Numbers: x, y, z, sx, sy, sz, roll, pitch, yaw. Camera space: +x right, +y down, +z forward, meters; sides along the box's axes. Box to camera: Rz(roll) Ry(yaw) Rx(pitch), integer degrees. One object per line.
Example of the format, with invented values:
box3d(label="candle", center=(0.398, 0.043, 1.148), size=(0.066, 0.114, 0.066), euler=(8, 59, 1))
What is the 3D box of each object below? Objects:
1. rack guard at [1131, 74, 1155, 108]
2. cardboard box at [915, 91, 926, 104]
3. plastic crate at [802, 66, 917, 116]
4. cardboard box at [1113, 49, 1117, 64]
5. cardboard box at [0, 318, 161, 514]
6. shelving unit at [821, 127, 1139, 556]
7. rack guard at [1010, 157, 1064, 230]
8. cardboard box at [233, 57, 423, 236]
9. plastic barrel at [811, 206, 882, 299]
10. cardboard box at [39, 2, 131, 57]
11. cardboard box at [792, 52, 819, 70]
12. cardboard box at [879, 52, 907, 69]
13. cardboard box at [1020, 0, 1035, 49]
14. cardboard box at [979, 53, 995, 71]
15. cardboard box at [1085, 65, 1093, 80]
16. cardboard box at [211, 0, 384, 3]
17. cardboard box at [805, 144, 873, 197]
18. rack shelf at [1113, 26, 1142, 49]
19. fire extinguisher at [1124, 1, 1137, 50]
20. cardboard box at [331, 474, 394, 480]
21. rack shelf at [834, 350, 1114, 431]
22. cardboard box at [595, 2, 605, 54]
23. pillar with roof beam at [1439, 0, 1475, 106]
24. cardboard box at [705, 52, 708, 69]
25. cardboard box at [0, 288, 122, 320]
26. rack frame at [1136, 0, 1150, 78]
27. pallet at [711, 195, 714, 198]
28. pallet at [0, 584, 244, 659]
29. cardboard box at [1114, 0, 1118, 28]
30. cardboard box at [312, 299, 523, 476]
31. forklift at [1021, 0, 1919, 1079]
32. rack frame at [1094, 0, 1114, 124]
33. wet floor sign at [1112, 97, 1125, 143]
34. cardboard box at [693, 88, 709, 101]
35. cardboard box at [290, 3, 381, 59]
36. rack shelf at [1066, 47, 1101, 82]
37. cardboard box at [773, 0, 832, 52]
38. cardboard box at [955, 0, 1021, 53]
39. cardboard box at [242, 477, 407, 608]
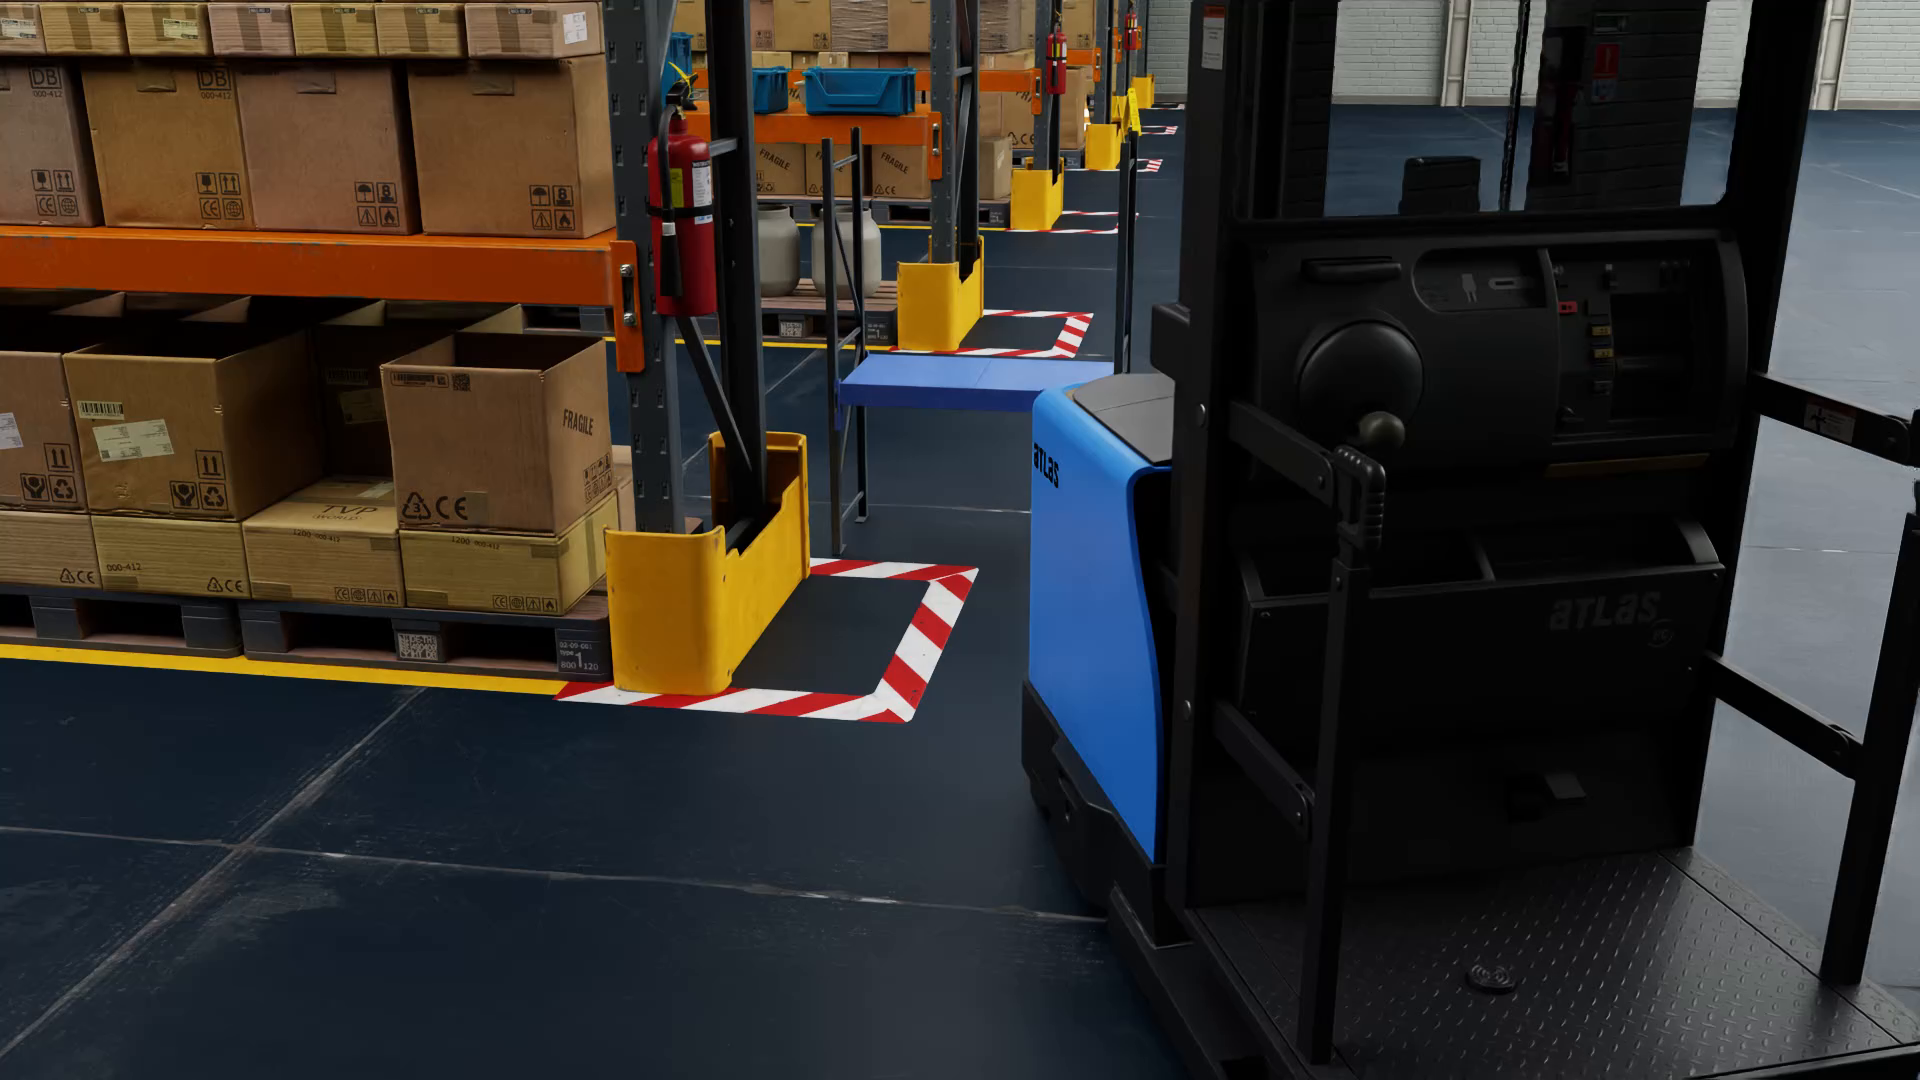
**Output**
box3d(label="rack guard", center=(3.142, -7.726, 28.606), size=(0.348, 0.500, 1.175), euler=(3, 19, 9))
box3d(label="cardboard box", center=(-0.800, -5.097, 19.494), size=(0.875, 0.875, 0.875), euler=(3, 19, 9))
box3d(label="plastic crate", center=(-0.565, -2.562, 9.467), size=(0.616, 0.251, 0.499), euler=(3, 19, 9))
box3d(label="cardboard box", center=(2.614, -8.207, 28.201), size=(0.500, 0.250, 0.500), euler=(4, 19, 10))
box3d(label="cardboard box", center=(-2.872, -0.405, 5.276), size=(0.500, 0.500, 0.500), euler=(3, 19, 9))
box3d(label="shelving unit", center=(0.084, -0.707, 6.052), size=(1.048, 1.500, 0.538), euler=(3, 19, 9))
box3d(label="rack guard", center=(0.688, -3.071, 14.693), size=(0.348, 0.500, 1.175), euler=(3, 19, 9))
box3d(label="cardboard box", center=(-1.791, -1.249, 5.151), size=(0.500, 0.500, 0.700), euler=(3, 19, 10))
box3d(label="plastic barrel", center=(-0.685, -1.729, 10.003), size=(0.421, 0.512, 0.421), euler=(0, 18, 0))
box3d(label="cardboard box", center=(-2.498, -1.529, 4.964), size=(0.250, 0.149, 0.380), euler=(3, 19, 10))
box3d(label="cardboard box", center=(-1.285, -4.160, 14.405), size=(0.250, 0.149, 0.380), euler=(3, 19, 9))
box3d(label="cardboard box", center=(-0.538, -4.135, 14.331), size=(0.250, 0.149, 0.380), euler=(3, 19, 9))
box3d(label="cardboard box", center=(0.729, -5.898, 18.966), size=(0.550, 0.550, 0.875), euler=(3, 19, 9))
box3d(label="cardboard box", center=(0.202, -4.096, 14.213), size=(0.250, 0.149, 0.380), euler=(3, 19, 9))
box3d(label="cardboard box", center=(2.095, -8.000, 28.369), size=(0.500, 0.250, 0.500), euler=(3, 19, 8))
box3d(label="cardboard box", center=(-1.844, -1.867, 4.953), size=(0.500, 0.500, 0.700), euler=(2, 19, 7))
box3d(label="cardboard box", center=(-1.062, -3.360, 14.895), size=(0.500, 0.500, 0.500), euler=(5, 19, 14))
box3d(label="rack shelf", center=(1.143, -8.672, 28.627), size=(4.000, 0.370, 1.077), euler=(3, 19, 9))
box3d(label="fire extinguisher", center=(2.374, -7.170, 23.128), size=(0.183, 0.674, 0.296), euler=(3, 19, 9))
box3d(label="cardboard box", center=(-1.801, -0.165, 5.741), size=(0.500, 0.250, 0.500), euler=(3, 19, 9))
box3d(label="rack shelf", center=(0.084, -0.536, 6.109), size=(1.000, 0.185, 0.538), euler=(3, 19, 9))
box3d(label="cardboard box", center=(-1.166, -1.591, 5.152), size=(0.250, 0.149, 0.380), euler=(3, 19, 8))
box3d(label="pillar with roof beam", center=(7.815, -10.424, 23.276), size=(0.400, 9.000, 9.100), euler=(3, 19, 9))
box3d(label="cardboard box", center=(-2.038, -4.174, 14.447), size=(0.250, 0.149, 0.380), euler=(3, 19, 9))
box3d(label="cardboard box", center=(-3.283, -0.594, 5.840), size=(0.500, 0.500, 0.500), euler=(3, 19, 9))
box3d(label="rack frame", center=(3.118, -8.913, 28.213), size=(0.127, 3.000, 1.000), euler=(3, 19, 9))
box3d(label="pallet", center=(-2.518, -3.109, 15.262), size=(1.213, 0.211, 1.003), euler=(3, 19, 9))
box3d(label="pallet", center=(-2.775, 0.086, 5.715), size=(1.213, 0.211, 1.003), euler=(3, 19, 9))
box3d(label="cardboard box", center=(2.591, -8.902, 28.025), size=(0.500, 0.500, 0.500), euler=(3, 19, 7))
box3d(label="cardboard box", center=(-1.801, -0.521, 5.624), size=(0.500, 0.500, 0.500), euler=(3, 19, 9))
box3d(label="forklift", center=(0.991, -0.335, 2.685), size=(1.130, 2.935, 3.031), euler=(-4, 19, -12))
box3d(label="rack frame", center=(1.649, -5.801, 18.914), size=(0.127, 3.000, 1.000), euler=(3, 19, 9))
box3d(label="wet floor sign", center=(1.992, -5.304, 21.137), size=(0.232, 0.644, 0.267), euler=(0, 19, -1))
box3d(label="cardboard box", center=(-2.927, -5.138, 19.815), size=(0.750, 0.750, 1.050), euler=(3, 19, 8))
box3d(label="cardboard box", center=(-1.731, -1.489, 4.847), size=(0.250, 0.149, 0.380), euler=(3, 19, 8))
box3d(label="rack shelf", center=(-0.326, -5.561, 19.329), size=(4.000, 0.370, 1.077), euler=(3, 19, 9))
box3d(label="cardboard box", center=(-1.267, -4.532, 14.495), size=(0.500, 0.500, 0.875), euler=(3, 19, 9))
box3d(label="cardboard box", center=(0.224, -4.477, 14.331), size=(0.500, 0.500, 0.875), euler=(3, 19, 9))
box3d(label="cardboard box", center=(-1.884, 0.000, 5.248), size=(0.500, 0.250, 0.500), euler=(3, 19, 9))
